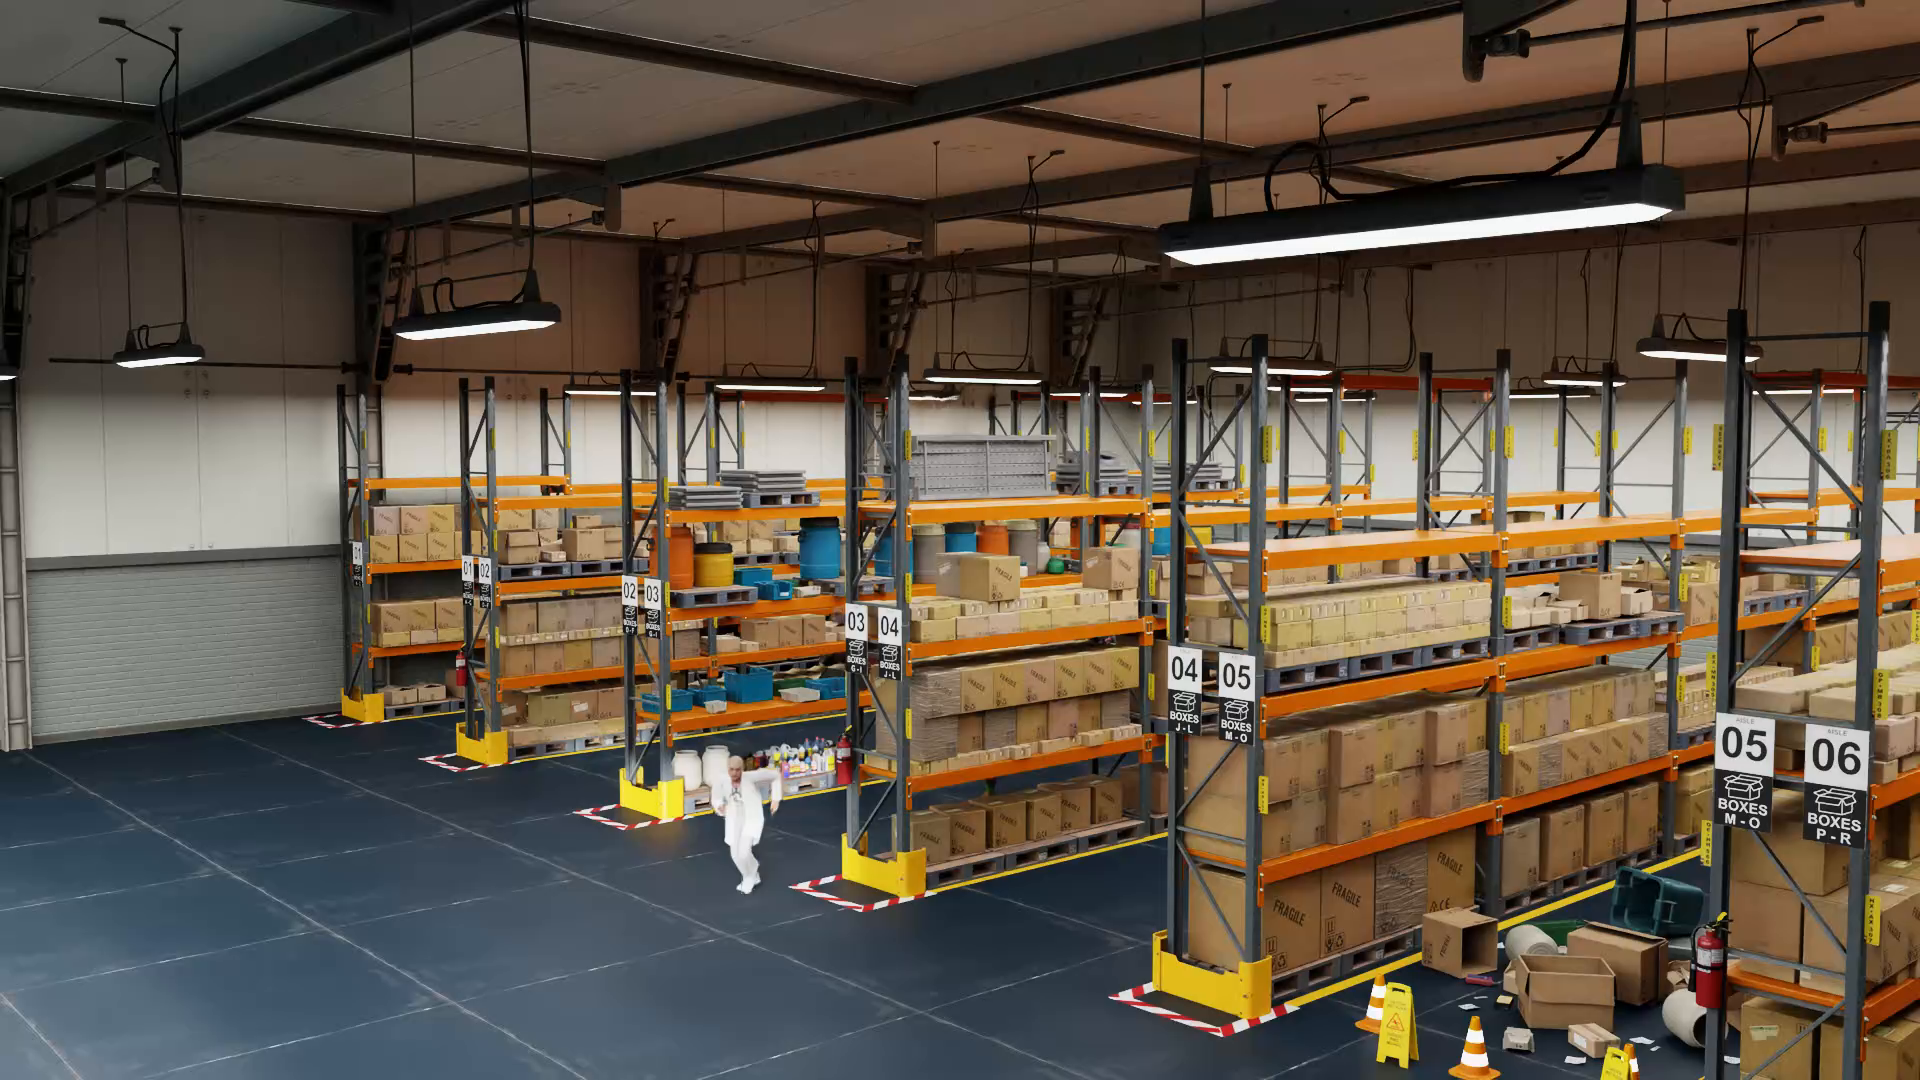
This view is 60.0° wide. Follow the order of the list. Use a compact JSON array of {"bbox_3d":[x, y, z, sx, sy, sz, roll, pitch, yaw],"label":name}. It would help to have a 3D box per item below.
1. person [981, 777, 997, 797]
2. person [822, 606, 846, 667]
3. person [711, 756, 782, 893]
[{"bbox_3d":[0.433,2.769,23.443,0.671,1.748,0.596,2,4,31],"label":"person"},{"bbox_3d":[-2.458,2.108,33.111,0.678,1.745,0.808,3,5,41],"label":"person"},{"bbox_3d":[-2.357,3.142,18.370,0.740,1.619,0.997,1,4,10],"label":"person"}]
